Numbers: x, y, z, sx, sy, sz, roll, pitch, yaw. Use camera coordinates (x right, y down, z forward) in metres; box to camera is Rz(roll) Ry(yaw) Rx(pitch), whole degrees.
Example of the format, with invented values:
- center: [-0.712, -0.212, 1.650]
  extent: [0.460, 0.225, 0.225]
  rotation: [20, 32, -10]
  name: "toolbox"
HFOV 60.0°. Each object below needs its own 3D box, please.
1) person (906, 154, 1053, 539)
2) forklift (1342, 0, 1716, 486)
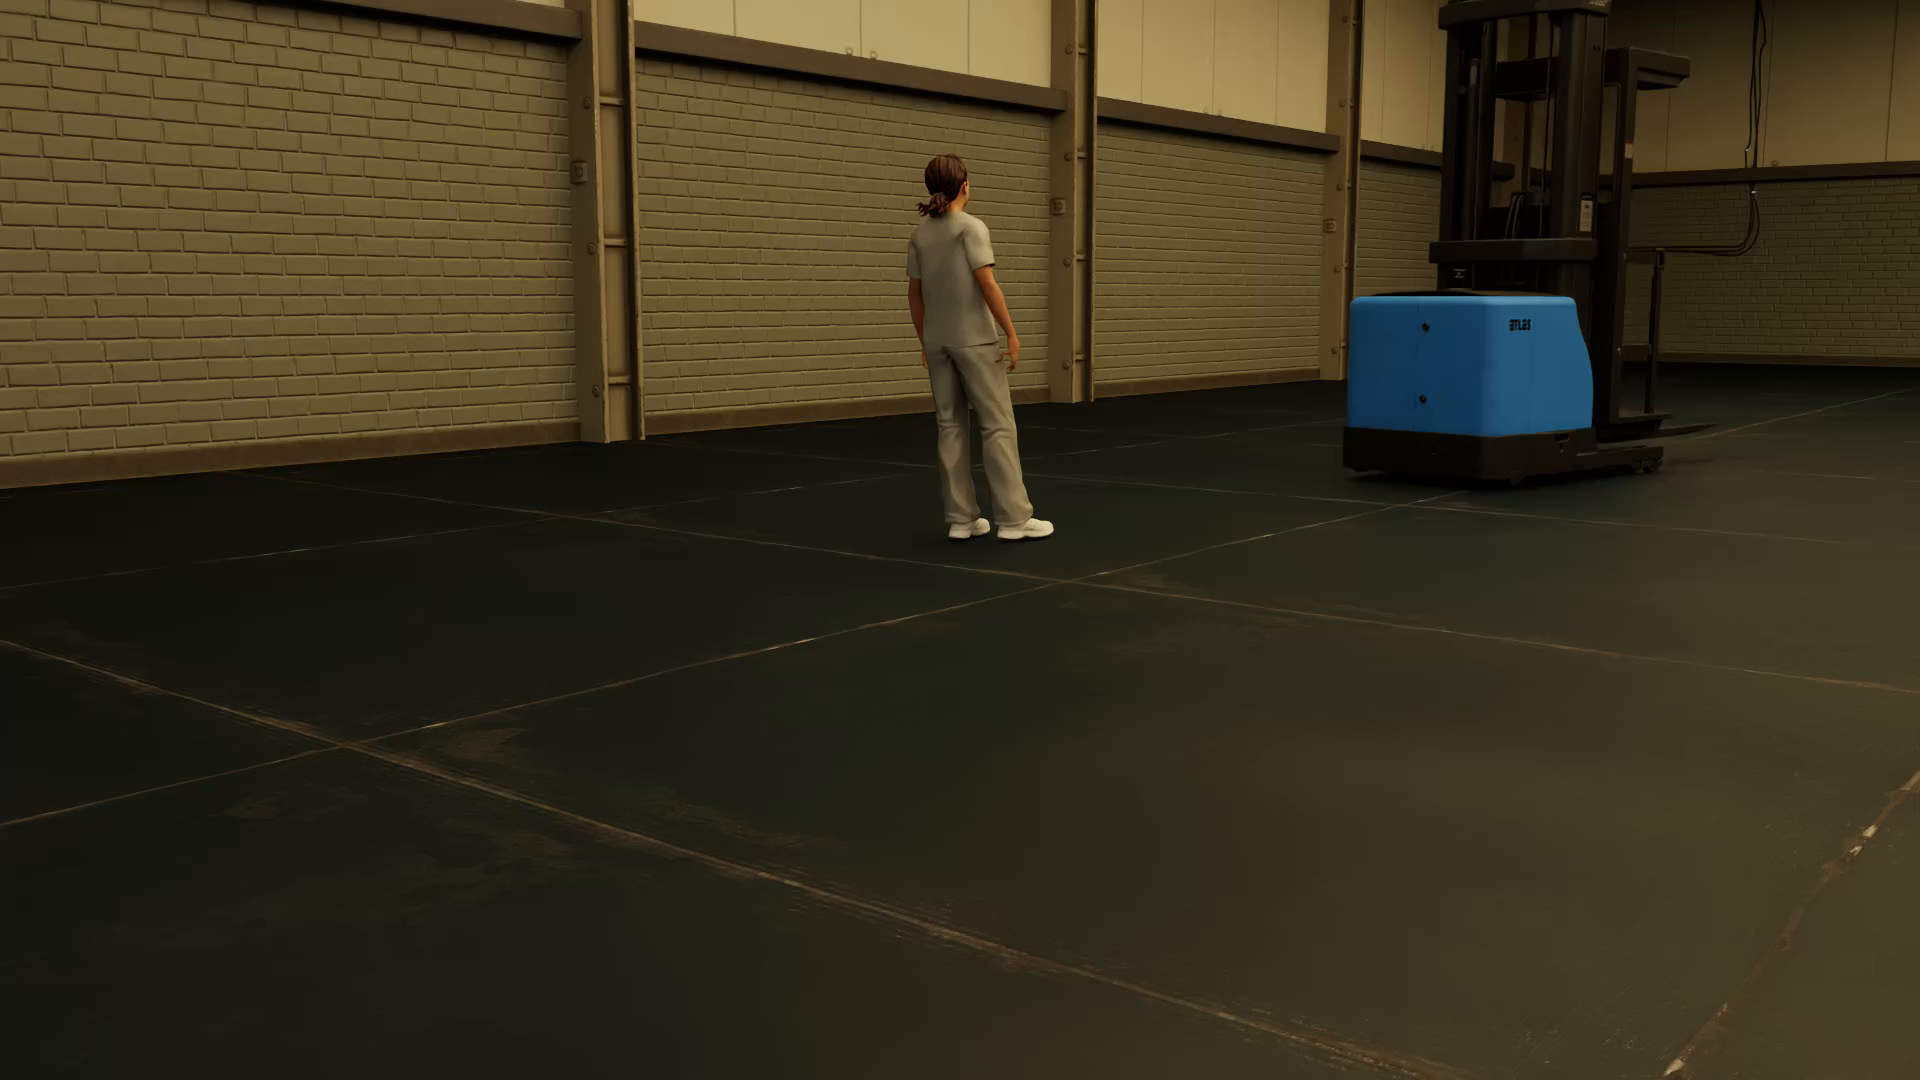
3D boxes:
- center: [0.057, -0.844, 7.331]
  extent: [0.549, 1.673, 0.548]
  rotation: [7, 11, 38]
  name: "person"
- center: [3.723, -1.903, 10.284]
  extent: [3.031, 2.935, 1.130]
  rotation: [-7, 11, -40]
  name: "forklift"
